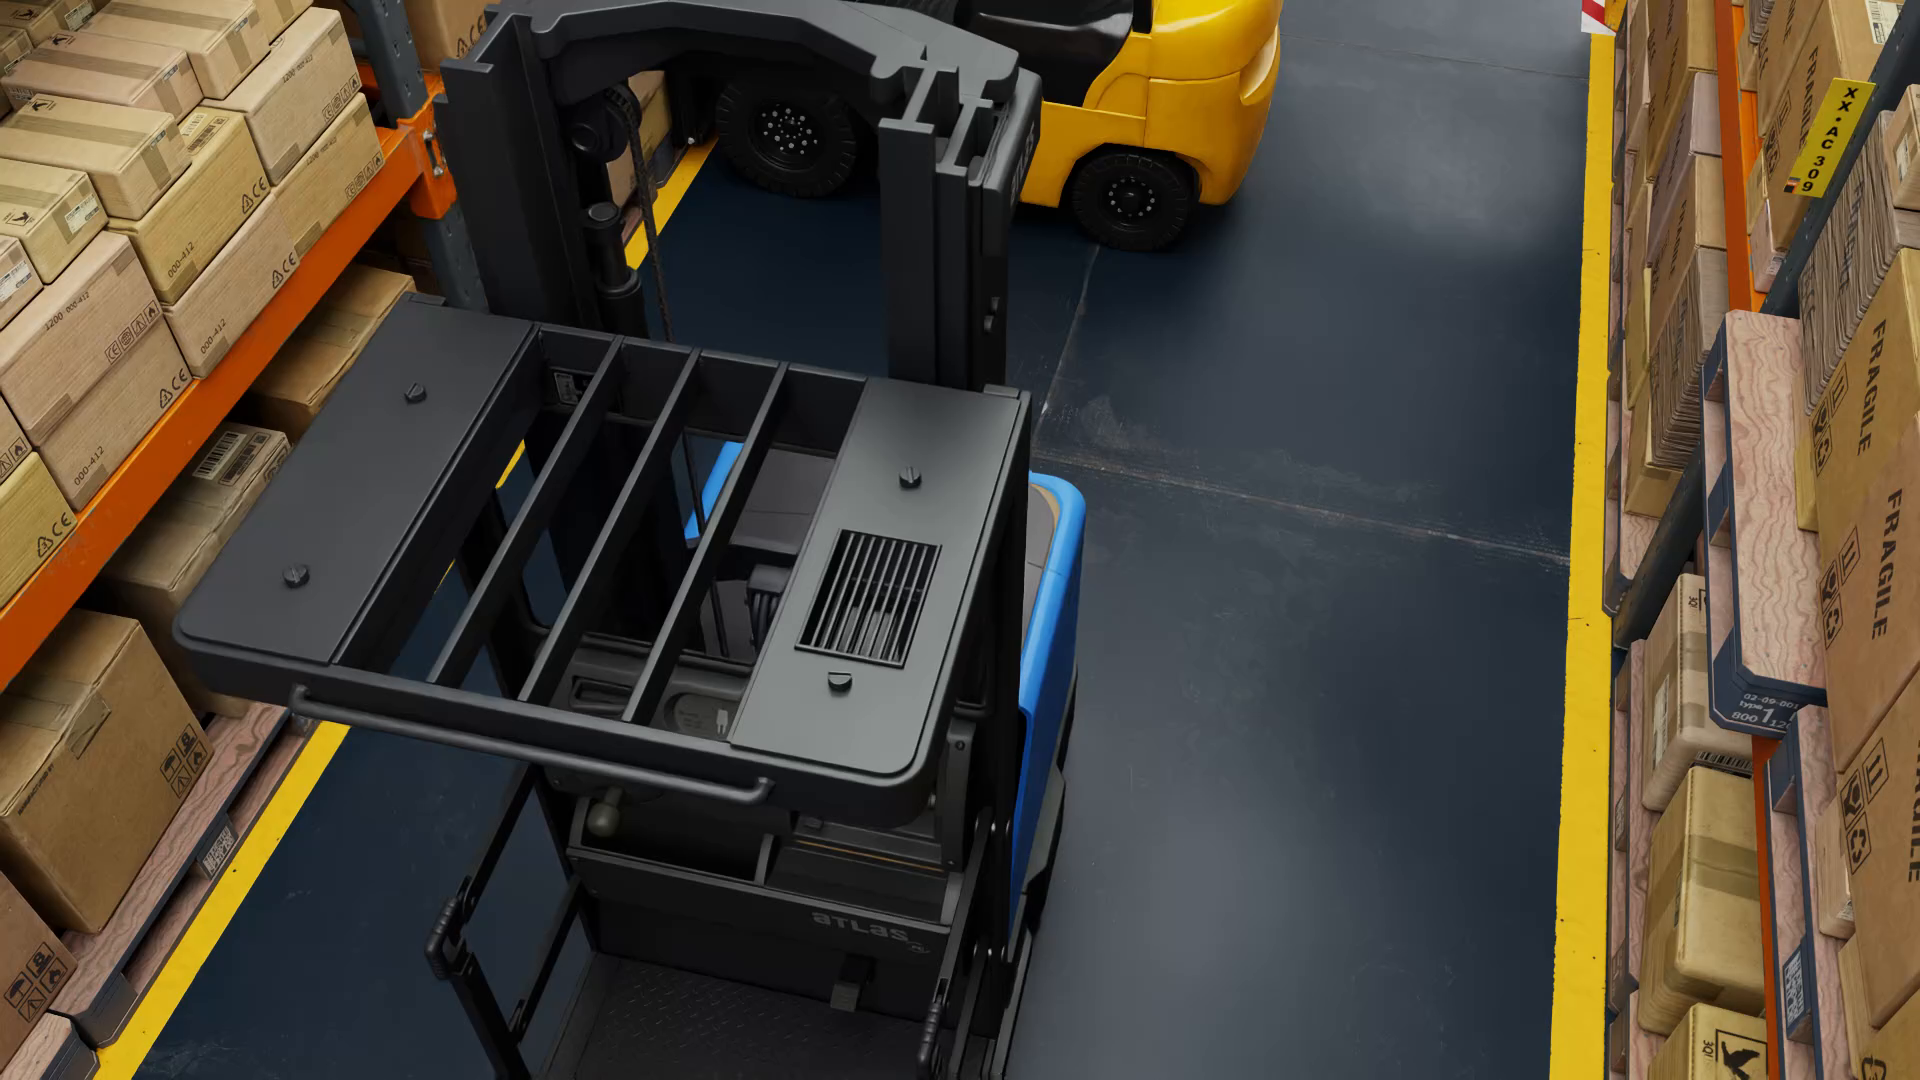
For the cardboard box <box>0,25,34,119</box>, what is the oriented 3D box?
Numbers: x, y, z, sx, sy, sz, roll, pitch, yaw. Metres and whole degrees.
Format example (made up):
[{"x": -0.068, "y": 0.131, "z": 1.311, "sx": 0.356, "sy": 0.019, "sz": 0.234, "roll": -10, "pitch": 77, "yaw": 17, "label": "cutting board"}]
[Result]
[{"x": -2.646, "y": -1.230, "z": 4.336, "sx": 0.380, "sy": 0.149, "sz": 0.250, "roll": 11, "pitch": 50, "yaw": 10, "label": "cardboard box"}]

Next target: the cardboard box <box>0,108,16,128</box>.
[{"x": -2.682, "y": -0.997, "z": 4.396, "sx": 0.500, "sy": 0.250, "sz": 0.500, "roll": 11, "pitch": 50, "yaw": 10, "label": "cardboard box"}]

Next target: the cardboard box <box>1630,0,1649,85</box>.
[{"x": 12.828, "y": -0.308, "z": 4.582, "sx": 20.716, "sy": 1.739, "sz": 1.673, "roll": 11, "pitch": 50, "yaw": 10, "label": "cardboard box"}]

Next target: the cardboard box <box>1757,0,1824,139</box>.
[{"x": 2.637, "y": -1.458, "z": 4.771, "sx": 0.500, "sy": 0.500, "sz": 0.500, "roll": 13, "pitch": 50, "yaw": 11, "label": "cardboard box"}]

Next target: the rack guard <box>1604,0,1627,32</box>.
[{"x": 3.664, "y": -2.593, "z": 7.705, "sx": 1.175, "sy": 0.500, "sz": 0.348, "roll": 12, "pitch": 50, "yaw": 10, "label": "rack guard"}]

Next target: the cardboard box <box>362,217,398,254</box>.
[{"x": -2.228, "y": -1.346, "z": 6.158, "sx": 0.500, "sy": 0.250, "sz": 0.500, "roll": 11, "pitch": 49, "yaw": 9, "label": "cardboard box"}]

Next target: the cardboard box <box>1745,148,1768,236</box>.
[{"x": 2.481, "y": -0.973, "z": 4.776, "sx": 0.380, "sy": 0.149, "sz": 0.250, "roll": 13, "pitch": 50, "yaw": 11, "label": "cardboard box"}]

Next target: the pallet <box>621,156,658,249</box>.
[{"x": -1.909, "y": -1.203, "z": 6.671, "sx": 1.003, "sy": 0.211, "sz": 1.213, "roll": 12, "pitch": 50, "yaw": 10, "label": "pallet"}]

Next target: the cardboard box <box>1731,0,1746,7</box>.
[{"x": 2.815, "y": -1.899, "z": 5.593, "sx": 0.380, "sy": 0.149, "sz": 0.250, "roll": 12, "pitch": 50, "yaw": 10, "label": "cardboard box"}]

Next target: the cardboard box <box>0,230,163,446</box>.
[{"x": -2.310, "y": -0.527, "z": 3.981, "sx": 0.500, "sy": 0.250, "sz": 0.500, "roll": 12, "pitch": 50, "yaw": 11, "label": "cardboard box"}]

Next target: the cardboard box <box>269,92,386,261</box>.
[{"x": -2.039, "y": -1.093, "z": 4.814, "sx": 0.500, "sy": 0.250, "sz": 0.500, "roll": 13, "pitch": 50, "yaw": 11, "label": "cardboard box"}]

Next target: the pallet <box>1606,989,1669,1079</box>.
[{"x": 2.108, "y": 1.789, "z": 4.030, "sx": 1.003, "sy": 0.211, "sz": 1.213, "roll": 12, "pitch": 50, "yaw": 10, "label": "pallet"}]

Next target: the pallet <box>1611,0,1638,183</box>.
[{"x": 3.416, "y": -1.917, "z": 7.301, "sx": 1.003, "sy": 0.211, "sz": 1.213, "roll": 12, "pitch": 50, "yaw": 10, "label": "pallet"}]

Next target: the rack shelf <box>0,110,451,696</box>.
[{"x": -2.685, "y": 0.126, "z": 4.118, "sx": 1.077, "sy": 0.370, "sz": 4.000, "roll": 12, "pitch": 50, "yaw": 10, "label": "rack shelf"}]

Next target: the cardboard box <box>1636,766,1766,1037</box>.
[{"x": 2.309, "y": 1.049, "z": 4.296, "sx": 0.950, "sy": 0.372, "sz": 0.625, "roll": 14, "pitch": 50, "yaw": 12, "label": "cardboard box"}]

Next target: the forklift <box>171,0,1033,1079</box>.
[{"x": -0.485, "y": 0.574, "z": 3.289, "sx": 1.121, "sy": 2.935, "sz": 3.031, "roll": 10, "pitch": 49, "yaw": 9, "label": "forklift"}]

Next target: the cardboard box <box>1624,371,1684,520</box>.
[{"x": 2.527, "y": -0.292, "z": 5.561, "sx": 0.500, "sy": 0.250, "sz": 0.500, "roll": 14, "pitch": 50, "yaw": 12, "label": "cardboard box"}]

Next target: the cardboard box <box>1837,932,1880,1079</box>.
[{"x": 1.769, "y": 0.836, "z": 2.899, "sx": 0.380, "sy": 0.149, "sz": 0.250, "roll": 10, "pitch": 49, "yaw": 9, "label": "cardboard box"}]

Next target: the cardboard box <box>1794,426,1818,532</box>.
[{"x": 2.107, "y": -0.122, "z": 3.744, "sx": 0.380, "sy": 0.149, "sz": 0.250, "roll": 12, "pitch": 50, "yaw": 11, "label": "cardboard box"}]

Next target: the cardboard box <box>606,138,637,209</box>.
[{"x": -1.593, "y": -1.443, "z": 6.577, "sx": 0.500, "sy": 0.250, "sz": 0.500, "roll": 11, "pitch": 49, "yaw": 9, "label": "cardboard box"}]

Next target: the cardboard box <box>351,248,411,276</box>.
[{"x": -2.226, "y": -1.179, "z": 6.344, "sx": 0.500, "sy": 0.250, "sz": 0.500, "roll": 12, "pitch": 50, "yaw": 10, "label": "cardboard box"}]

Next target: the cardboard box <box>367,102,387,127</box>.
[{"x": -2.216, "y": -1.513, "z": 5.972, "sx": 0.500, "sy": 0.250, "sz": 0.500, "roll": 12, "pitch": 50, "yaw": 11, "label": "cardboard box"}]

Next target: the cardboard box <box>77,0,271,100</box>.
[{"x": -2.085, "y": -1.325, "z": 4.420, "sx": 0.380, "sy": 0.149, "sz": 0.250, "roll": 11, "pitch": 49, "yaw": 9, "label": "cardboard box"}]

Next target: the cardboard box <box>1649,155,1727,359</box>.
[{"x": 2.660, "y": -0.908, "z": 5.605, "sx": 0.500, "sy": 0.500, "sz": 0.500, "roll": 12, "pitch": 50, "yaw": 11, "label": "cardboard box"}]

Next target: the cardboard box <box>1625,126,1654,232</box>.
[{"x": 2.932, "y": -1.411, "z": 6.548, "sx": 0.500, "sy": 0.250, "sz": 0.500, "roll": 15, "pitch": 50, "yaw": 13, "label": "cardboard box"}]

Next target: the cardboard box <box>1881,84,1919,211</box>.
[{"x": 2.166, "y": -0.797, "z": 3.475, "sx": 0.380, "sy": 0.149, "sz": 0.250, "roll": 11, "pitch": 50, "yaw": 10, "label": "cardboard box"}]

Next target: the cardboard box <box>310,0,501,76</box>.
[{"x": -1.790, "y": -1.861, "z": 5.325, "sx": 0.500, "sy": 0.500, "sz": 0.500, "roll": 10, "pitch": 49, "yaw": 9, "label": "cardboard box"}]

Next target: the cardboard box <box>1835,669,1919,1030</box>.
[{"x": 1.832, "y": 0.521, "z": 2.744, "sx": 0.500, "sy": 0.500, "sz": 0.500, "roll": 10, "pitch": 49, "yaw": 8, "label": "cardboard box"}]

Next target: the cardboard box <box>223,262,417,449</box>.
[{"x": -2.285, "y": -0.532, "z": 5.523, "sx": 0.875, "sy": 0.625, "sz": 0.625, "roll": 14, "pitch": 50, "yaw": 12, "label": "cardboard box"}]

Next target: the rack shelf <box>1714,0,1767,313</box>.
[{"x": 3.157, "y": -1.791, "z": 5.810, "sx": 1.077, "sy": 0.370, "sz": 4.000, "roll": 12, "pitch": 50, "yaw": 10, "label": "rack shelf"}]

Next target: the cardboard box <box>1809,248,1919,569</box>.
[{"x": 2.100, "y": -0.208, "z": 3.387, "sx": 0.500, "sy": 0.500, "sz": 0.500, "roll": 12, "pitch": 50, "yaw": 10, "label": "cardboard box"}]

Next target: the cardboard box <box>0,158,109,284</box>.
[{"x": -2.271, "y": -0.765, "z": 3.925, "sx": 0.380, "sy": 0.149, "sz": 0.250, "roll": 10, "pitch": 49, "yaw": 9, "label": "cardboard box"}]

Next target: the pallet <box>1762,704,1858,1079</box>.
[{"x": 2.060, "y": 0.935, "z": 3.052, "sx": 1.003, "sy": 0.211, "sz": 1.213, "roll": 12, "pitch": 50, "yaw": 10, "label": "pallet"}]

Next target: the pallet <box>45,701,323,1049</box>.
[{"x": -2.634, "y": 0.790, "z": 4.912, "sx": 1.003, "sy": 0.211, "sz": 1.213, "roll": 12, "pitch": 50, "yaw": 10, "label": "pallet"}]

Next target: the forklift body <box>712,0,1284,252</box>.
[{"x": 0.155, "y": -2.440, "z": 6.469, "sx": 2.313, "sy": 2.155, "sz": 1.214, "roll": 12, "pitch": 50, "yaw": 10, "label": "forklift body"}]

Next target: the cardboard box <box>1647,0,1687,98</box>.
[{"x": 3.066, "y": -2.027, "z": 6.592, "sx": 0.500, "sy": 0.500, "sz": 0.500, "roll": 10, "pitch": 49, "yaw": 9, "label": "cardboard box"}]
